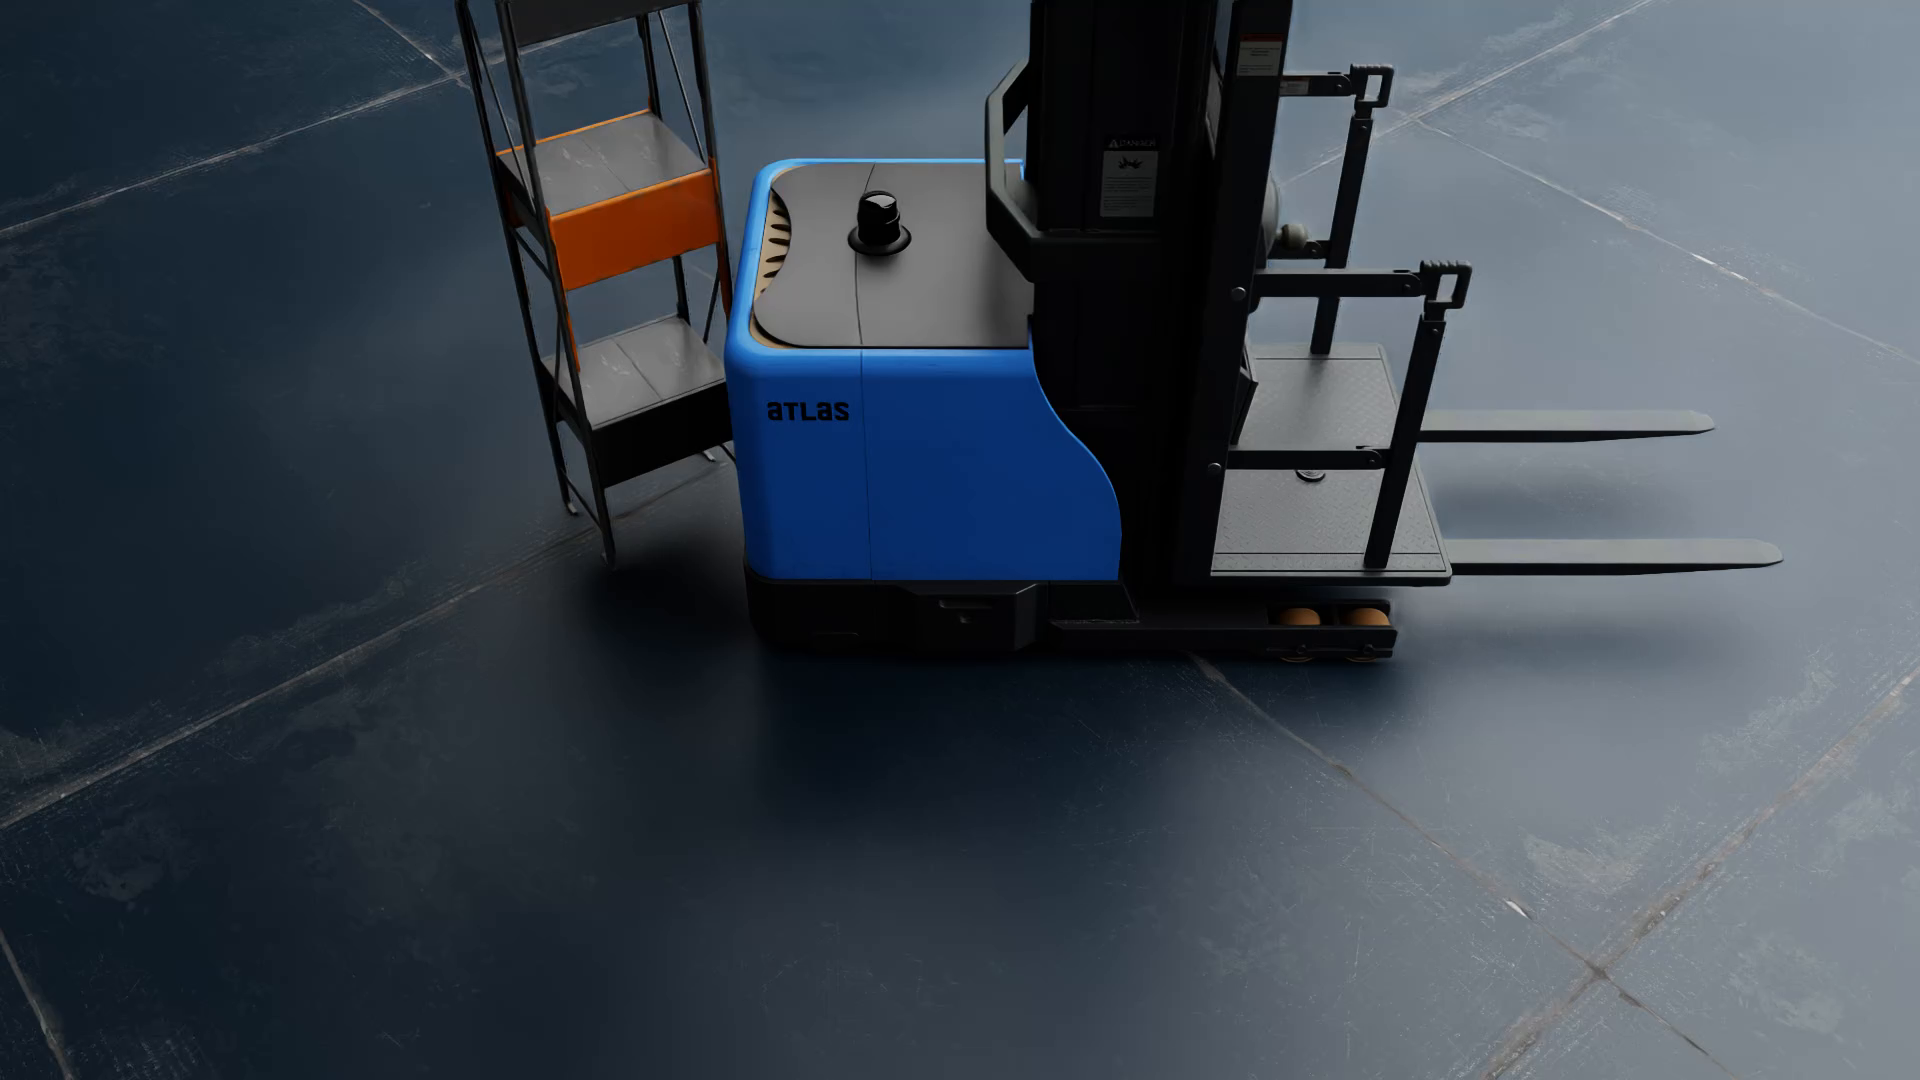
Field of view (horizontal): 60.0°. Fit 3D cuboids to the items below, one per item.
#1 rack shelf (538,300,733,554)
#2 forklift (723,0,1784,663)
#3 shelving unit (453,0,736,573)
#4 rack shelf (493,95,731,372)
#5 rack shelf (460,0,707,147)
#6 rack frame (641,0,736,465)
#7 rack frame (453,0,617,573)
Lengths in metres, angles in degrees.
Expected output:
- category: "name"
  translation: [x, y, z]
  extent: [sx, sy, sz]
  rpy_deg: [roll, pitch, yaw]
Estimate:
- category: "rack shelf"
  translation: [-0.968, -0.350, 5.132]
  extent: [0.480, 0.518, 0.431]
  rpy_deg: [-23, 48, -23]
- category: "forklift"
  translation: [0.897, -1.077, 4.256]
  extent: [3.031, 2.935, 1.130]
  rpy_deg: [0, 43, 0]
- category: "shelving unit"
  translation: [-0.968, -0.871, 4.643]
  extent: [0.503, 2.100, 0.431]
  rpy_deg: [-23, 48, -23]
- category: "rack shelf"
  translation: [-0.968, -0.861, 4.653]
  extent: [0.480, 0.518, 0.431]
  rpy_deg: [-23, 48, -23]
- category: "rack shelf"
  translation: [-0.968, -1.371, 4.173]
  extent: [0.480, 0.518, 0.431]
  rpy_deg: [-23, 48, -23]
- category: "rack frame"
  translation: [-0.762, -0.960, 4.739]
  extent: [0.015, 2.100, 0.400]
  rpy_deg: [-23, 48, -23]
- category: "rack frame"
  translation: [-1.174, -0.781, 4.548]
  extent: [0.015, 2.100, 0.400]
  rpy_deg: [-23, 48, -23]
